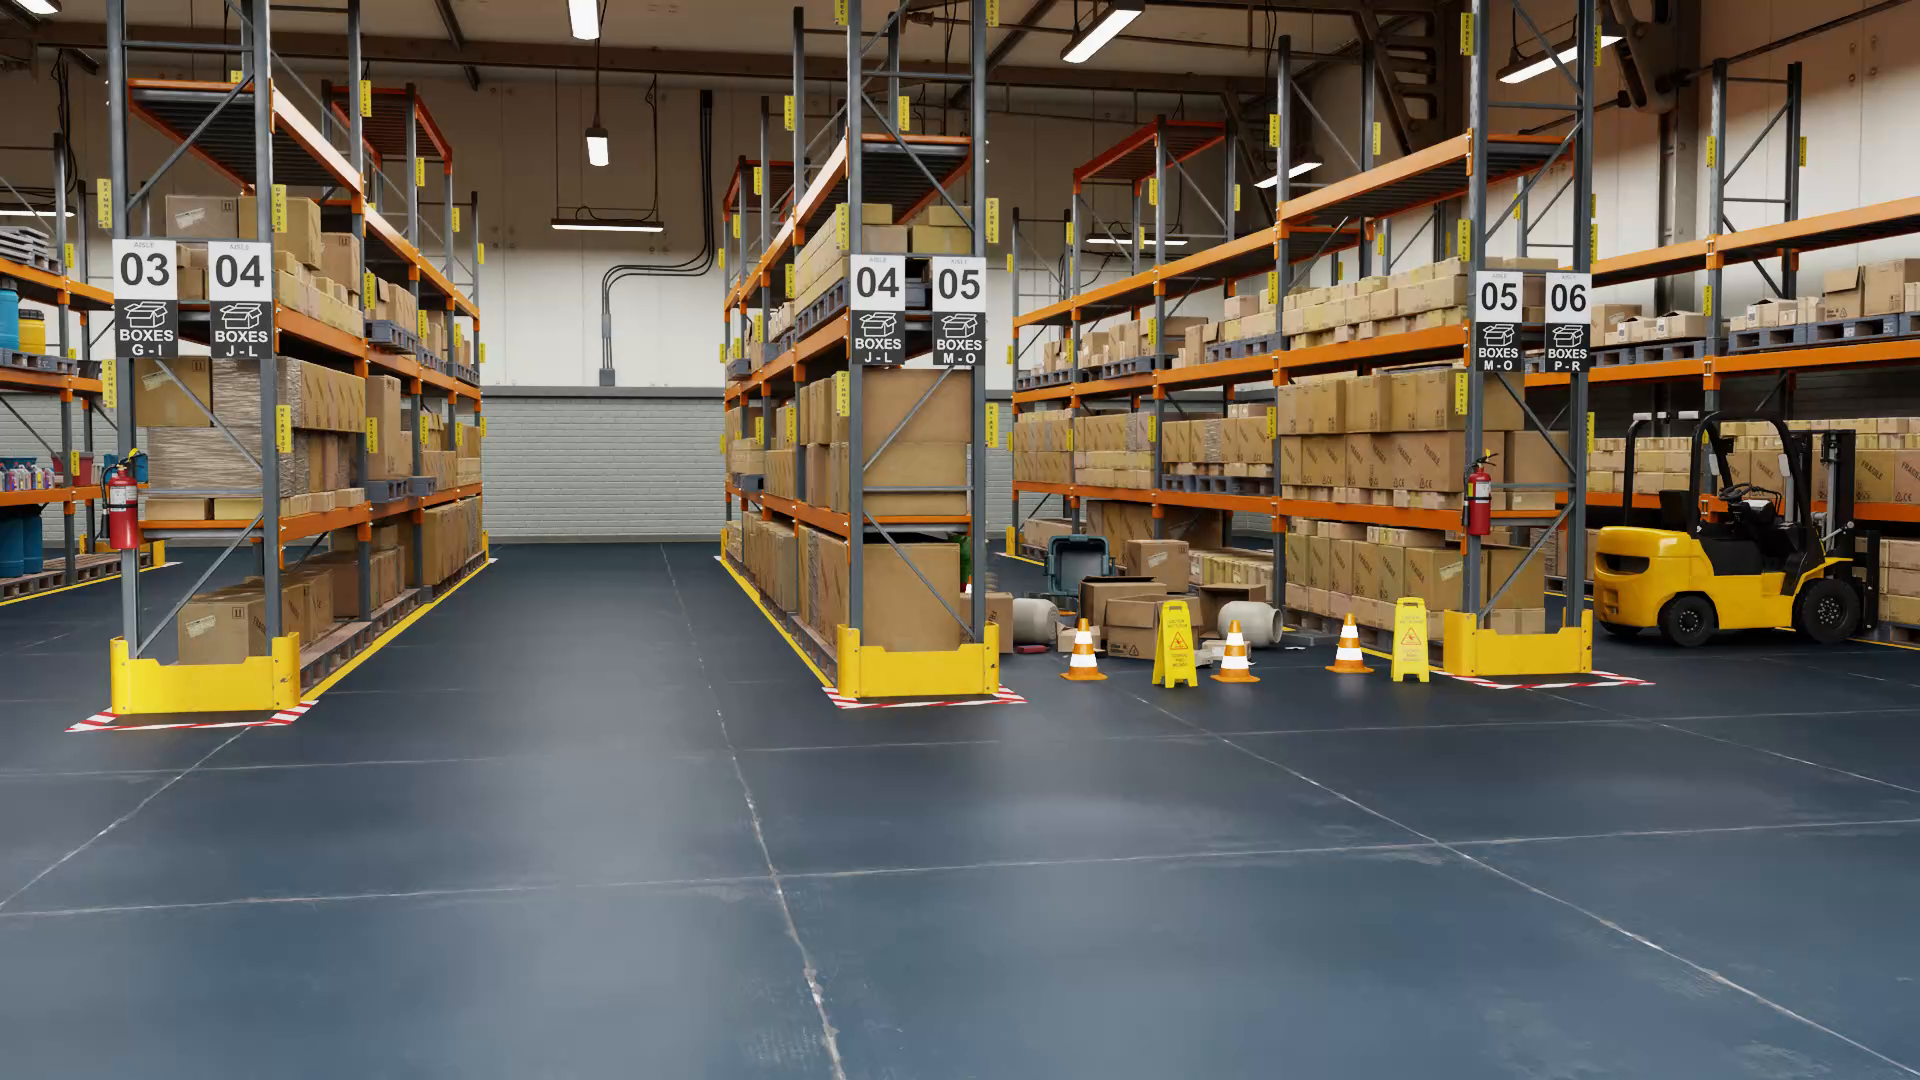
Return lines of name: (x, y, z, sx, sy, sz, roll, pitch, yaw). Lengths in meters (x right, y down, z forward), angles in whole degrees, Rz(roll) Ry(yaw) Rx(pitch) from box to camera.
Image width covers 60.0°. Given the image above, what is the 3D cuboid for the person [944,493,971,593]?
person: (0.064, -0.084, 18.257, 0.564, 1.788, 0.624, -1, 3, -11)
